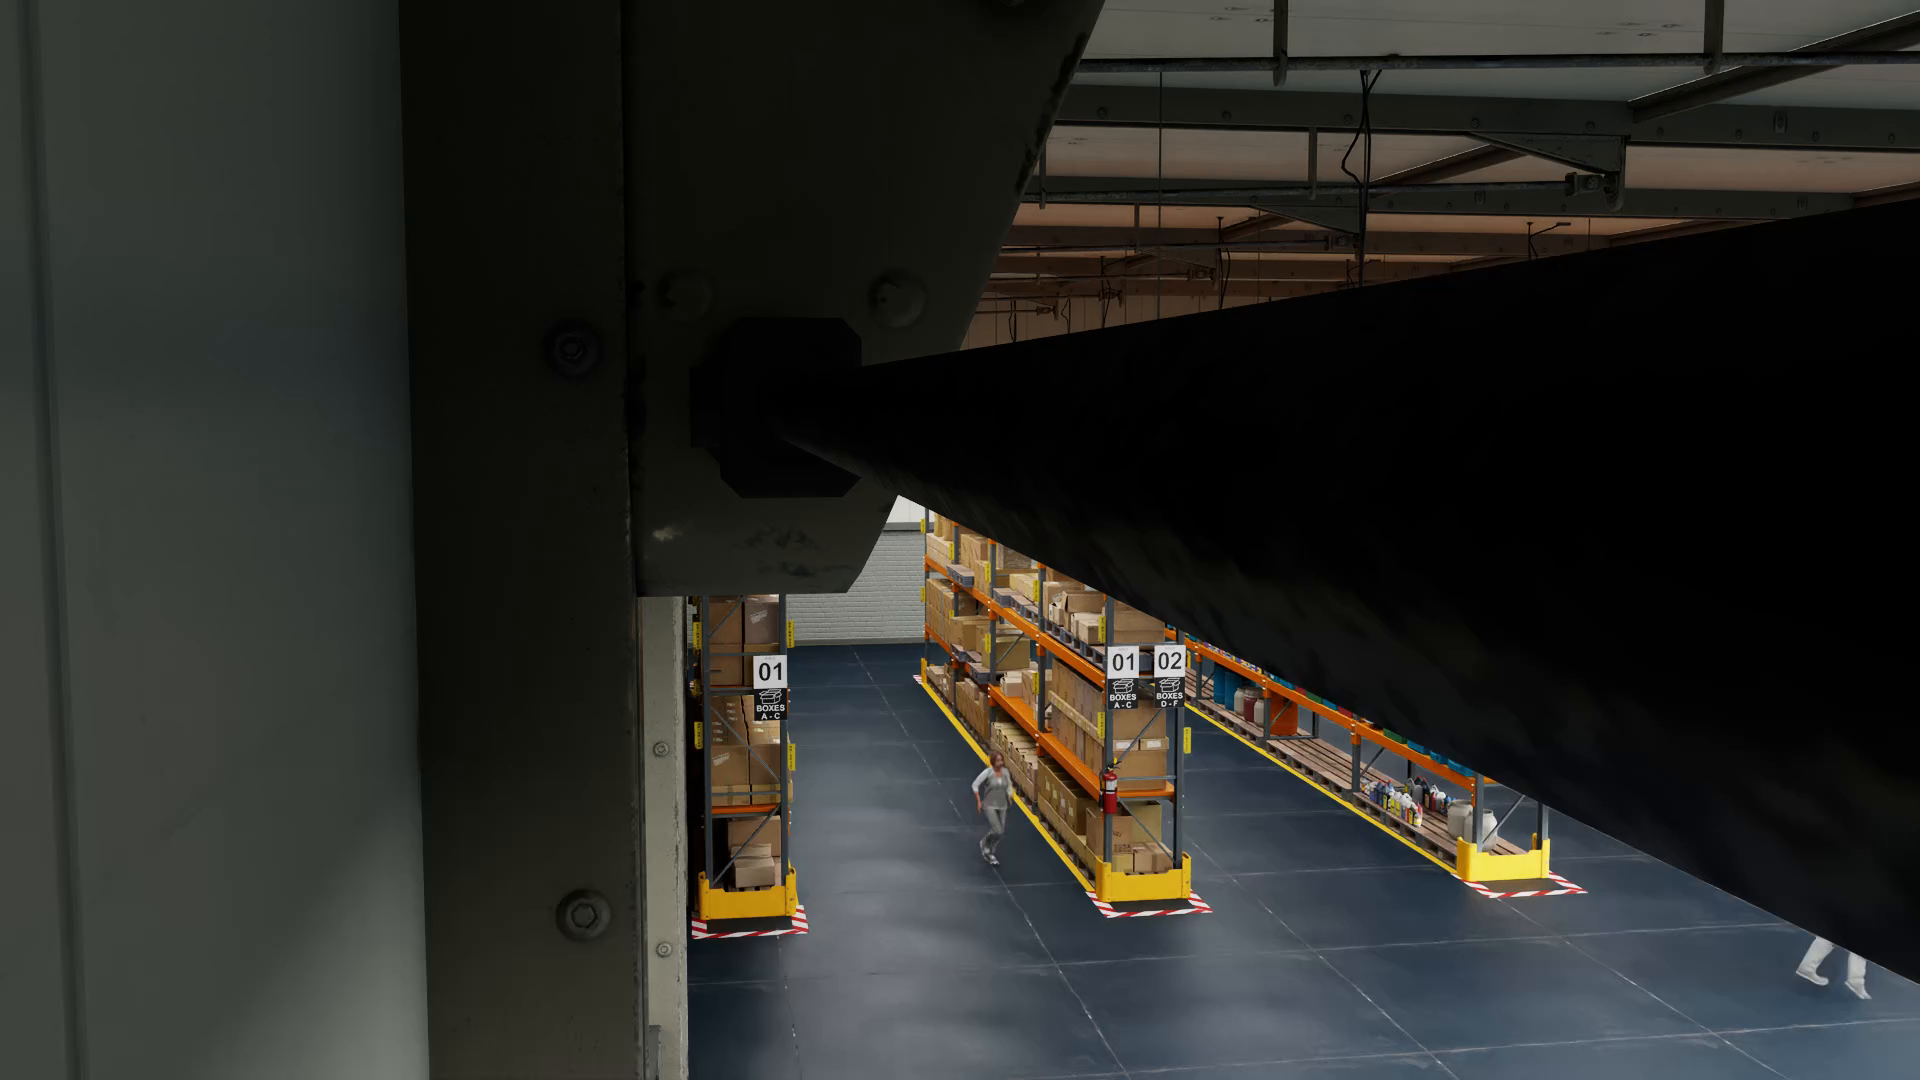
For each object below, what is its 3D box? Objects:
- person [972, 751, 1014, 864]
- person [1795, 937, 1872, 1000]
[{"bbox_3d":[0.481,3.594,22.228,0.515,1.554,0.627,-3,6,-27],"label":"person"},{"bbox_3d":[9.313,3.921,17.591,0.800,1.859,0.626,2,5,21],"label":"person"}]
